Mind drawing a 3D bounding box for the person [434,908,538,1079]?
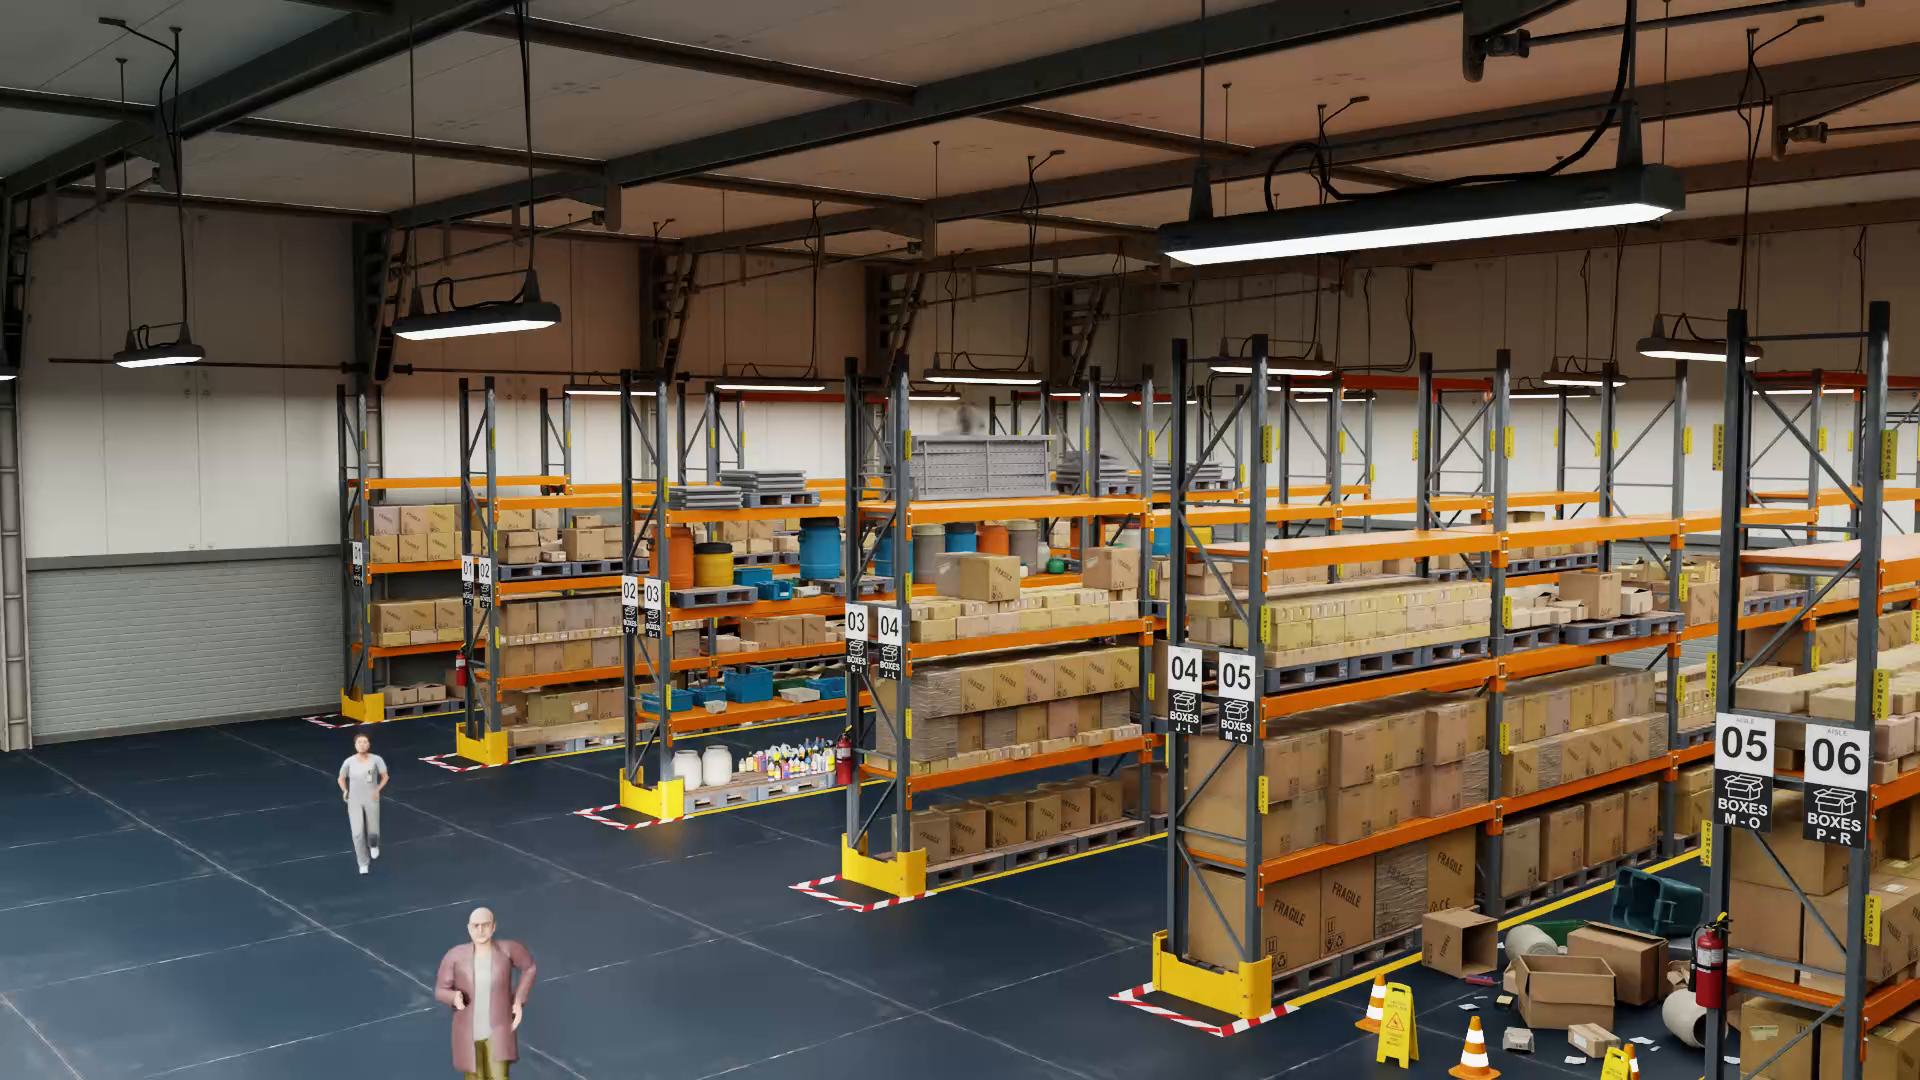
[{"bbox_3d":[-3.359,3.514,11.761,0.688,1.814,0.754,-1,4,-8],"label":"person"}]

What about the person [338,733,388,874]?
[{"bbox_3d":[-7.011,3.073,19.540,0.563,1.608,0.609,-1,4,-15],"label":"person"}]

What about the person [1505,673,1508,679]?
[{"bbox_3d":[7.759,2.716,24.017,0.627,1.814,0.828,3,5,40],"label":"person"}]
